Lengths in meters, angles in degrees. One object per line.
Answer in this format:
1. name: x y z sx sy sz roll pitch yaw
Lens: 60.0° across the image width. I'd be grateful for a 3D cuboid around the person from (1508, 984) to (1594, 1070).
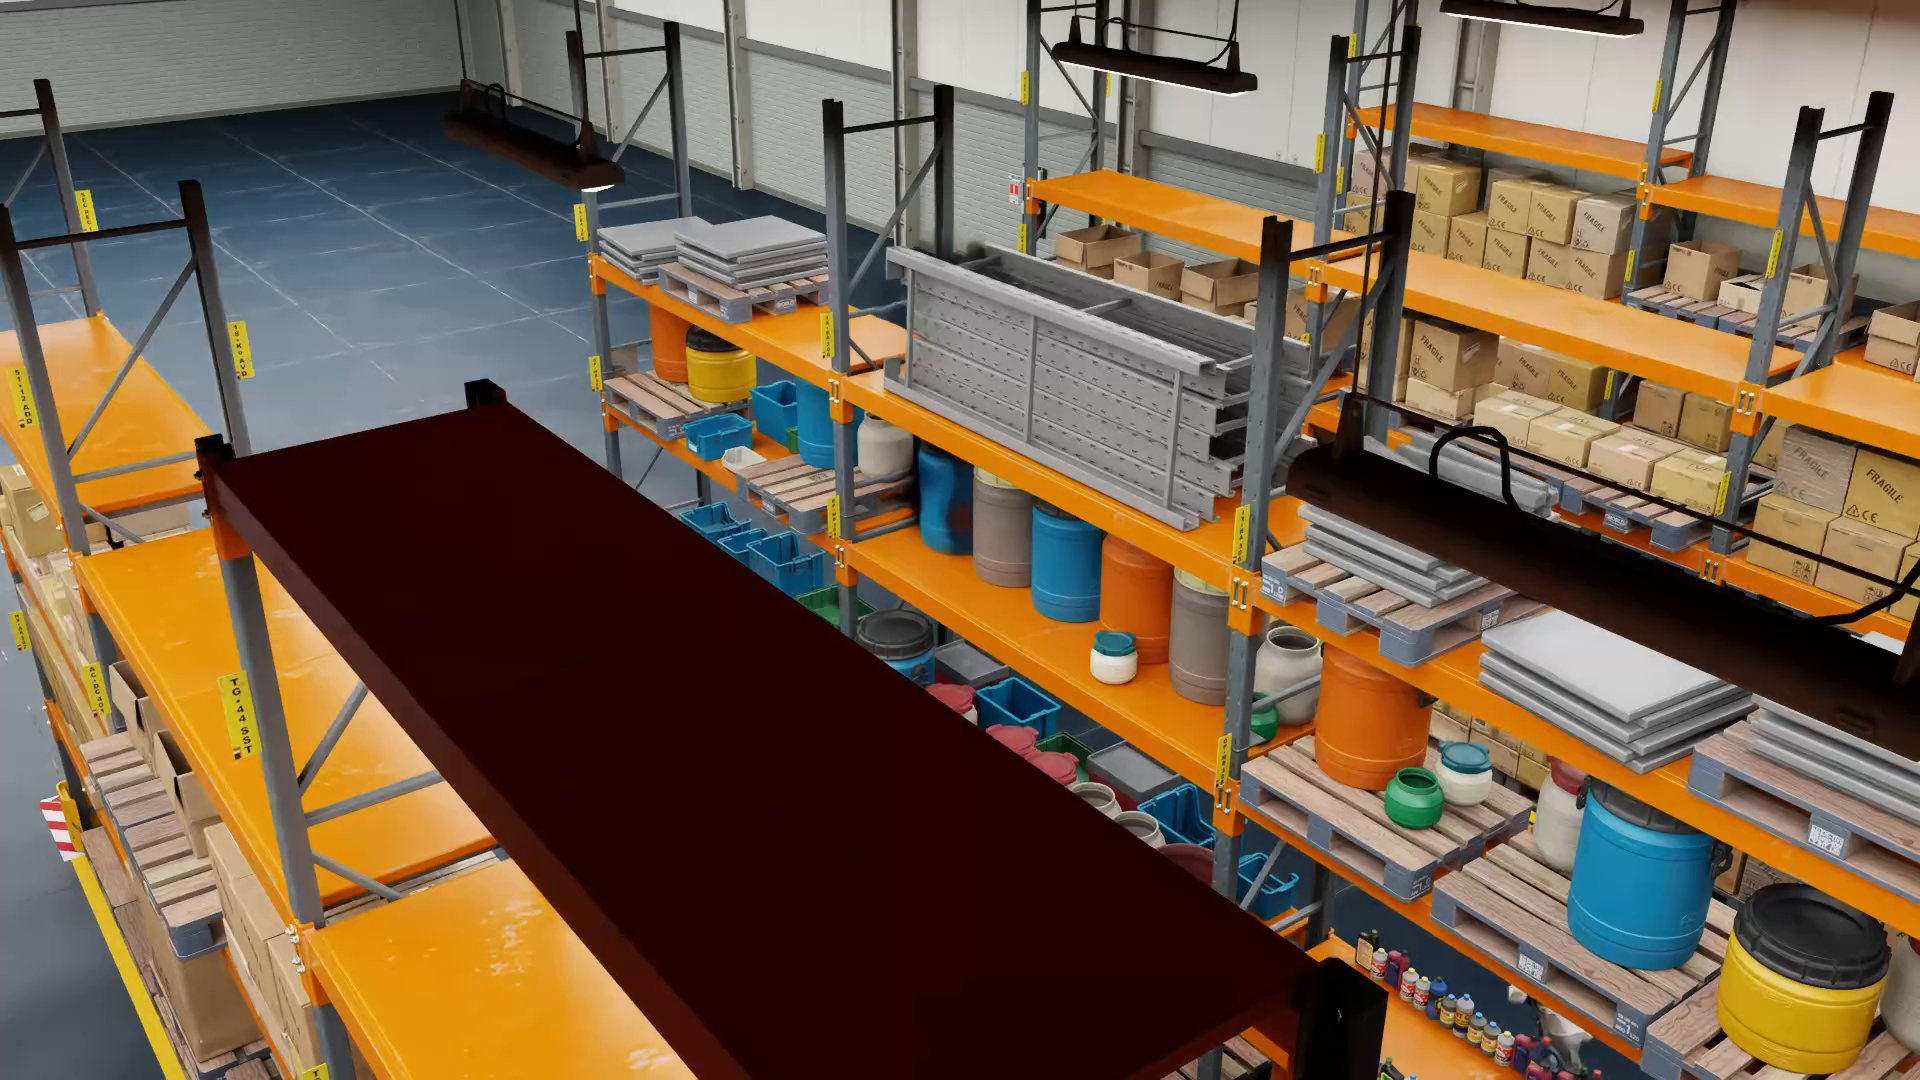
1. person: 3.813 3.108 10.435 0.622 1.469 1.045 -7 26 -16
